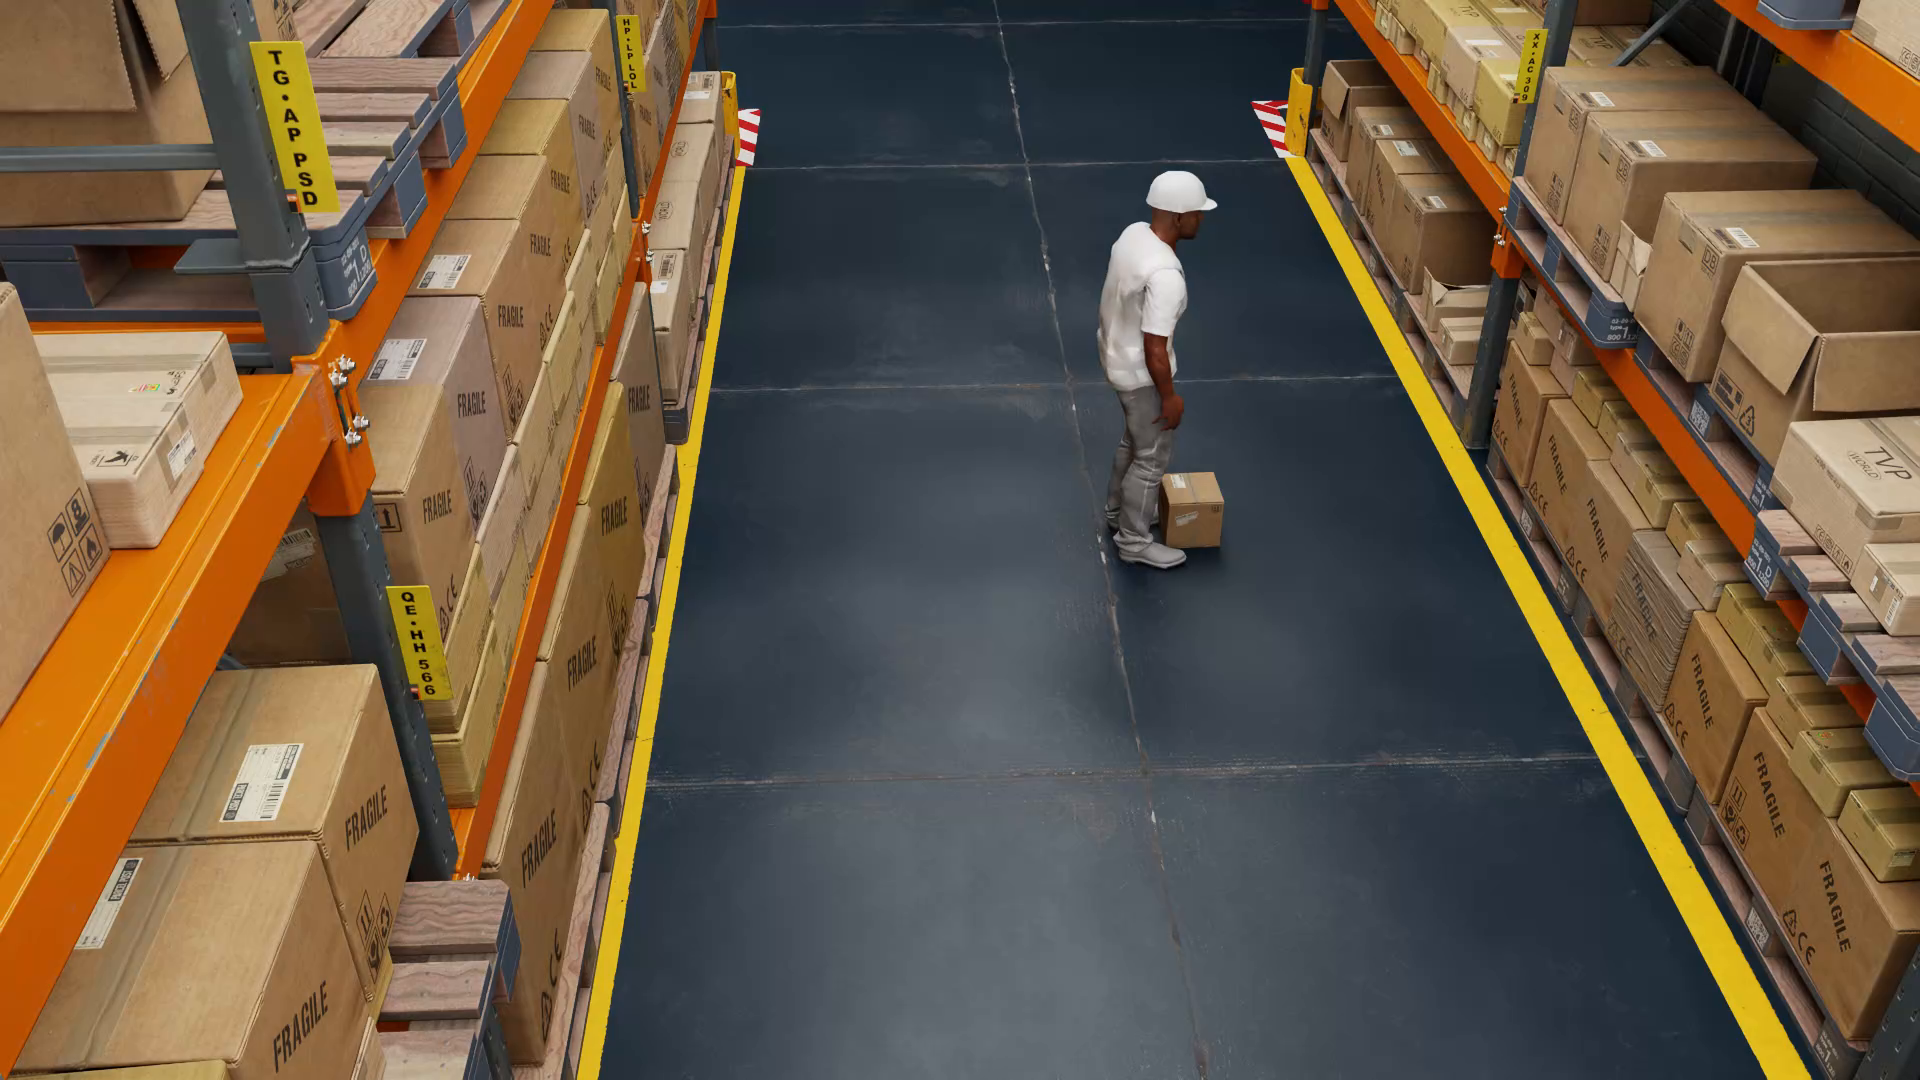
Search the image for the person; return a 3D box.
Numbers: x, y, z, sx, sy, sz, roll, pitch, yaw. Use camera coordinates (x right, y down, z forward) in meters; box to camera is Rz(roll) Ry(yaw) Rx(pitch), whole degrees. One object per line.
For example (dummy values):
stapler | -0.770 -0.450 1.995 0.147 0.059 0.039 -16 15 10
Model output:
person | 0.827 -0.748 7.196 0.454 1.761 0.636 -3 35 -4
